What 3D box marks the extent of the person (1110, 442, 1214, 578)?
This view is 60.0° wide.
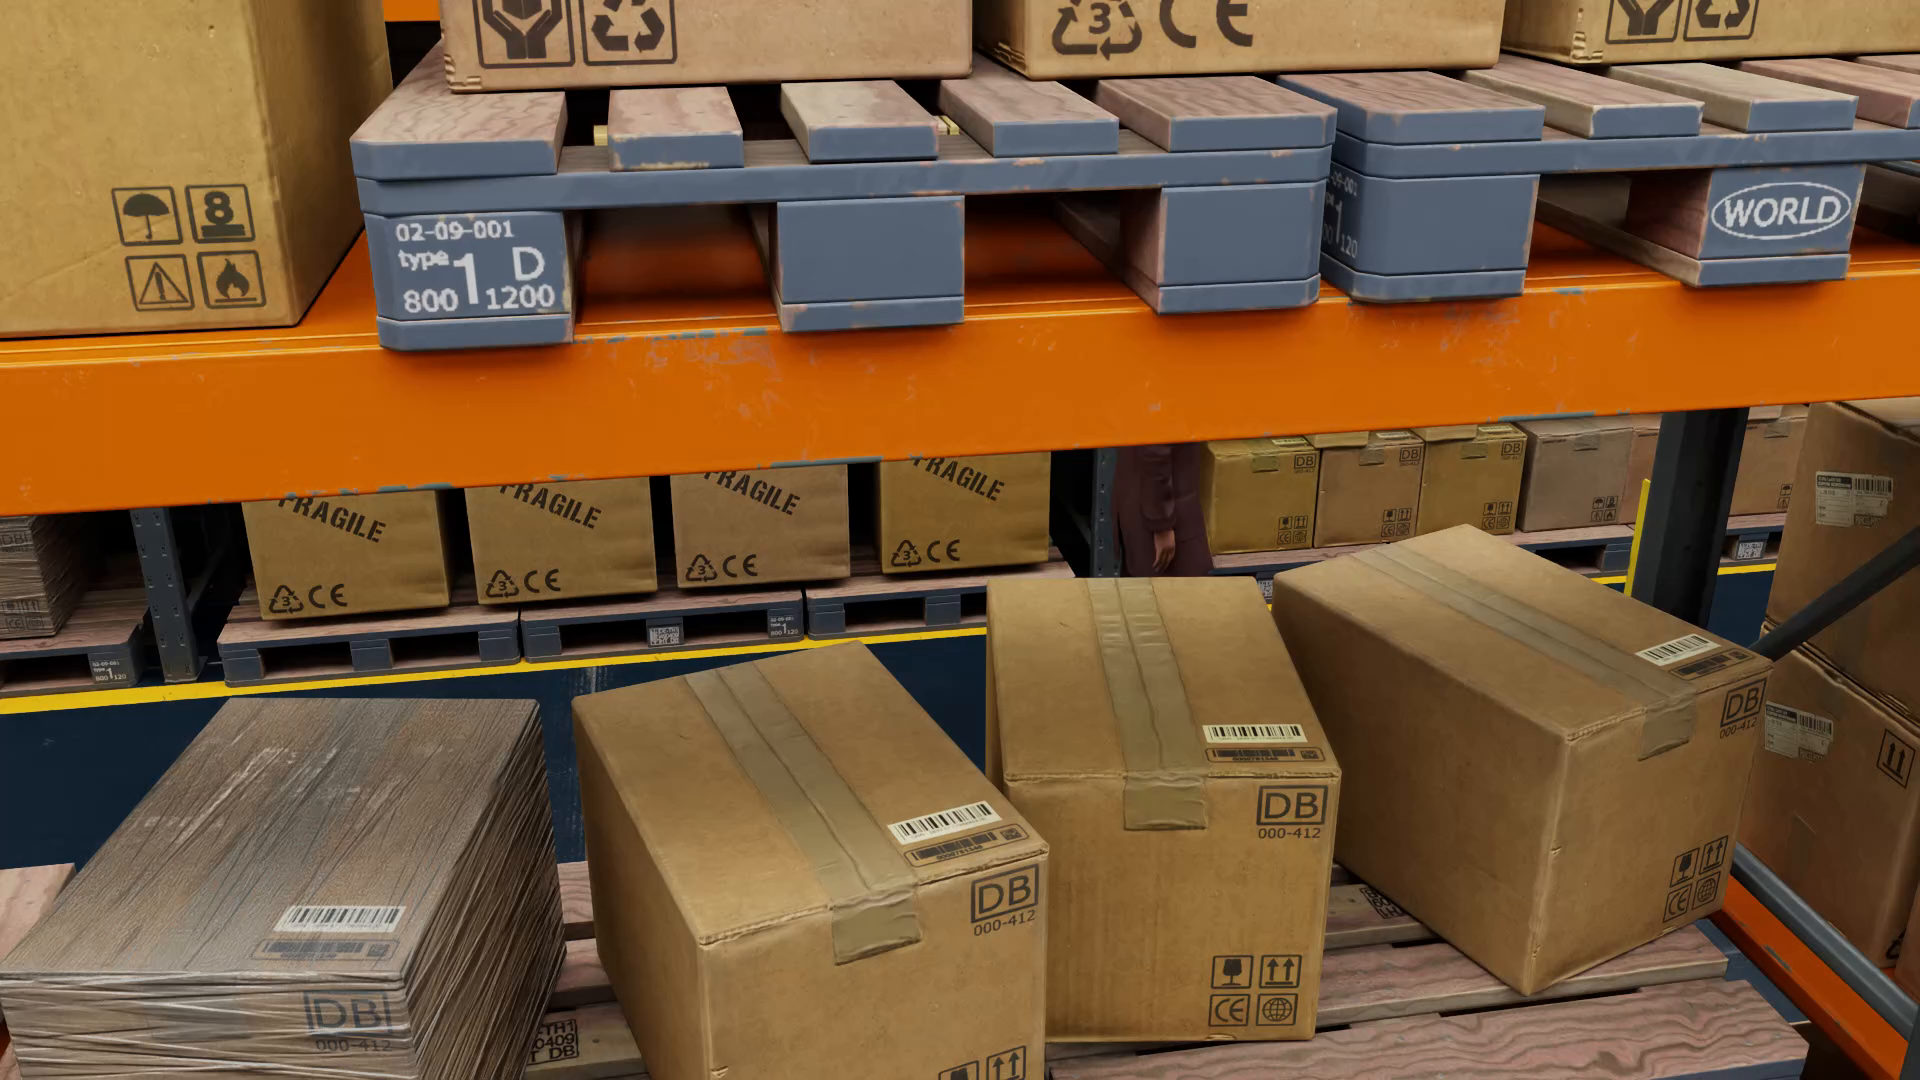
[{"bbox_3d":[0.817,-0.117,6.345,0.472,1.786,0.594,-4,23,-10],"label":"person"}]
